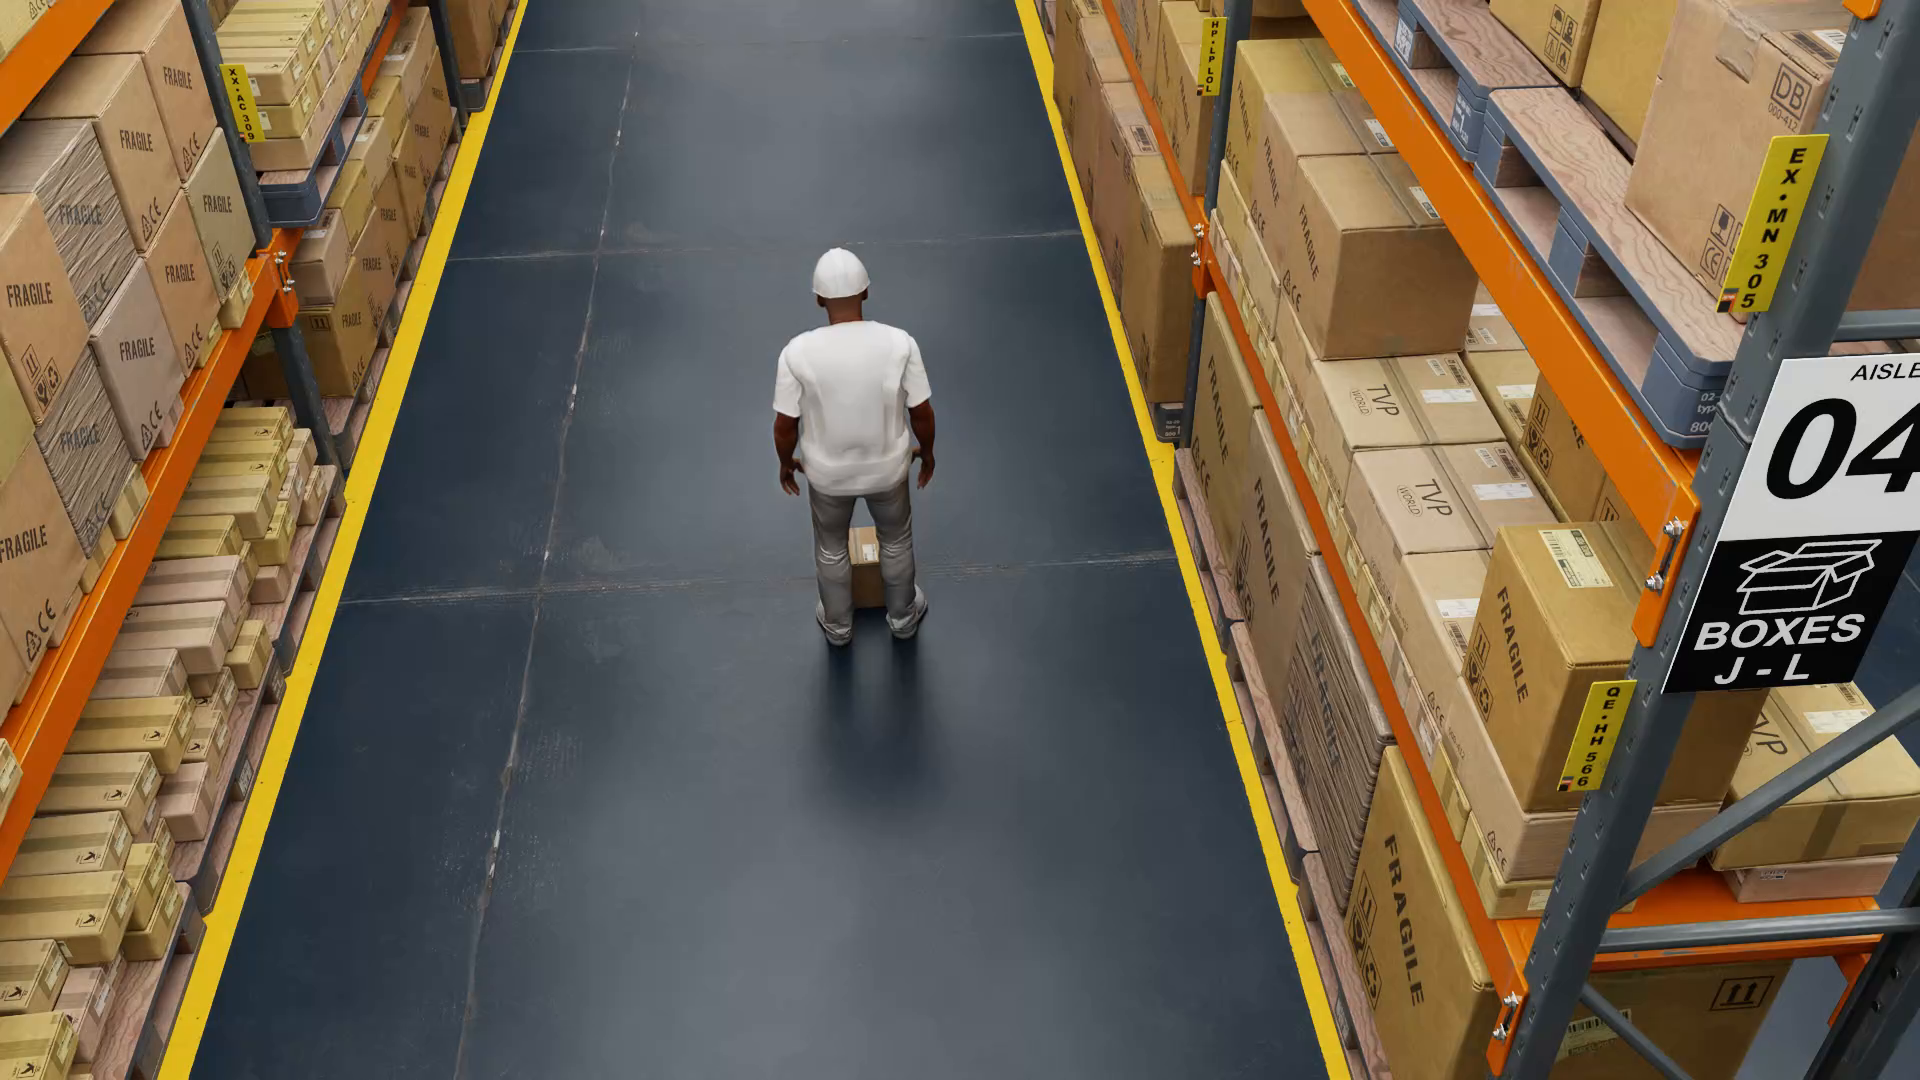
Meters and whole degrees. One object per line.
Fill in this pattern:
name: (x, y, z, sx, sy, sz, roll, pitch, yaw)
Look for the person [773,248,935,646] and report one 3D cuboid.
person: (-0.407, -0.321, 6.541, 0.626, 1.757, 0.458, -4, 39, -5)
